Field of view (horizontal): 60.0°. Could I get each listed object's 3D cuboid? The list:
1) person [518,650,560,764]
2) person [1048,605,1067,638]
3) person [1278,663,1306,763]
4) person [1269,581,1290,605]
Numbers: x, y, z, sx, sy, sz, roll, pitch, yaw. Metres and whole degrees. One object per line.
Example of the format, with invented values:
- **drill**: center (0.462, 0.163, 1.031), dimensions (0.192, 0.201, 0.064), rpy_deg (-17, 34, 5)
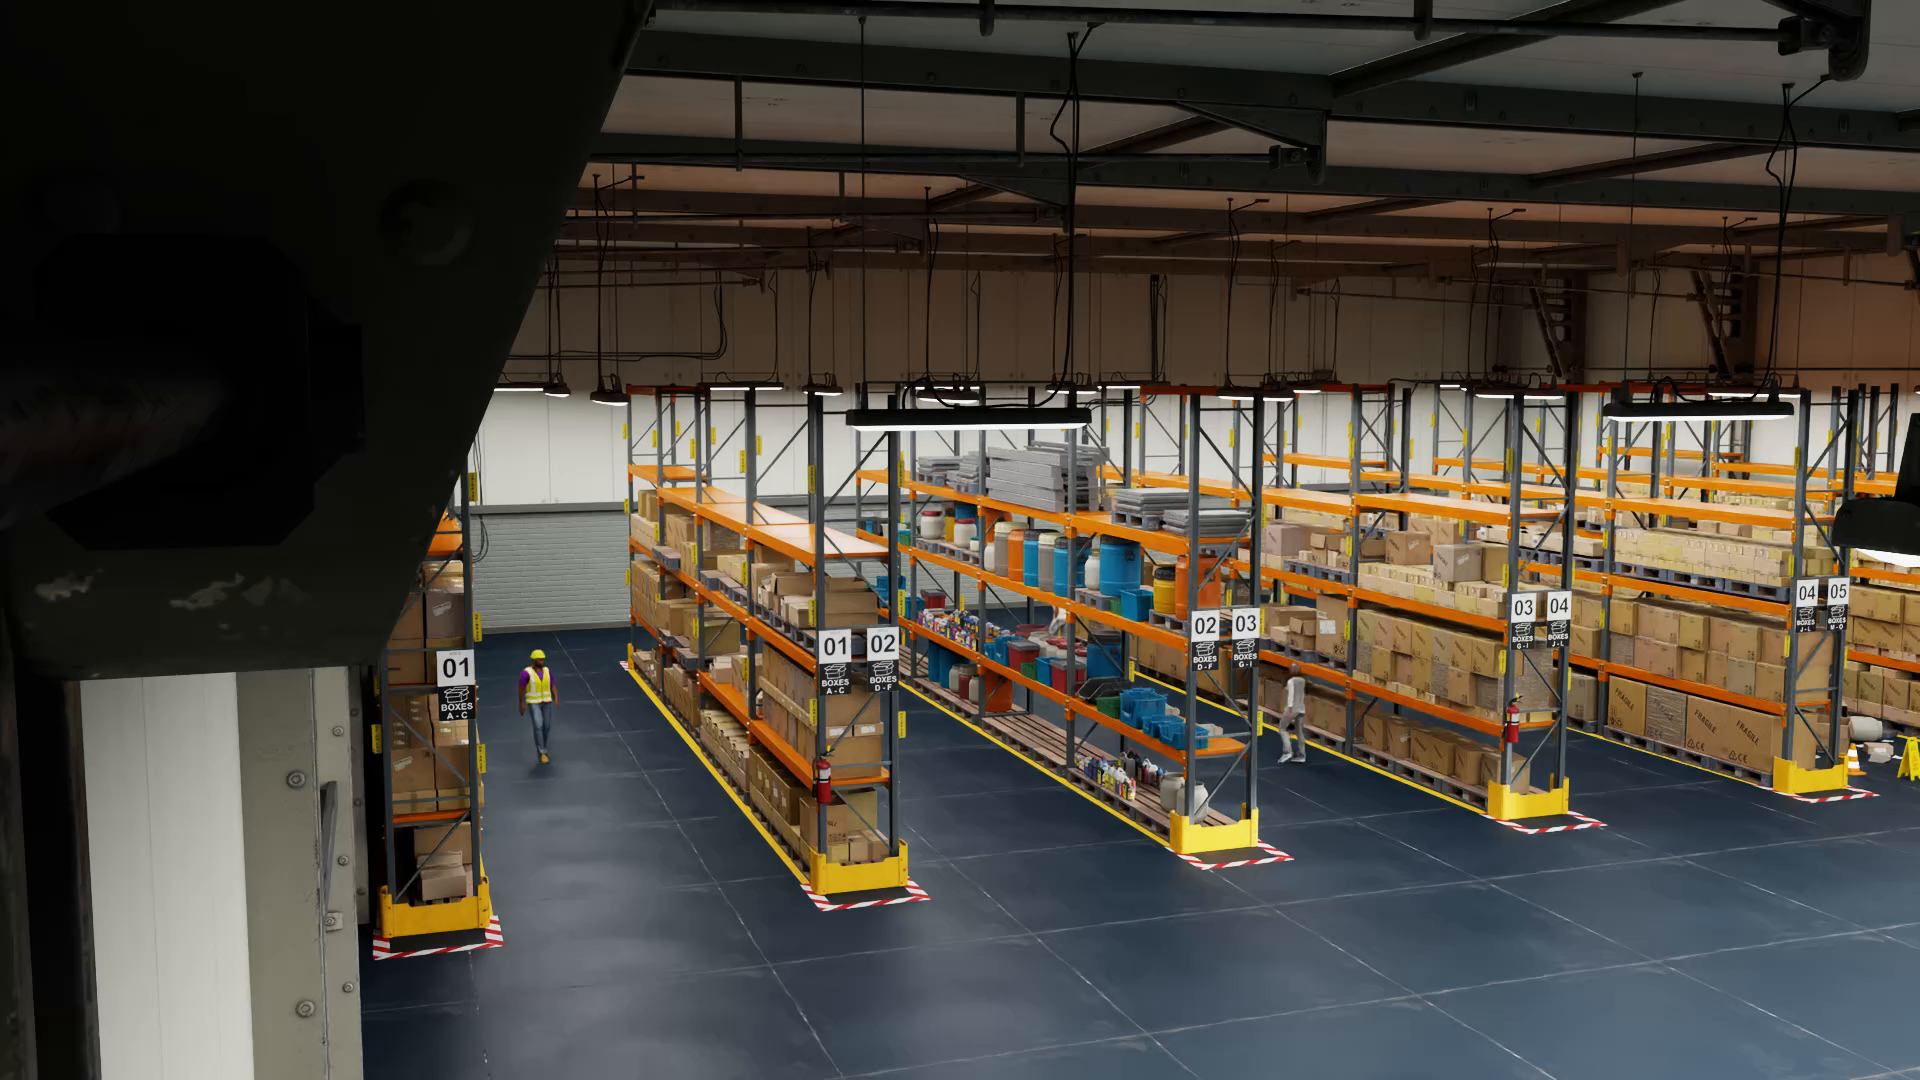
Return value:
- **person**: center (-6.769, 2.688, 27.005), dimensions (0.600, 1.765, 0.782), rpy_deg (-5, 8, -41)
- **person**: center (2.225, 1.721, 36.073), dimensions (0.609, 1.785, 0.463), rpy_deg (-6, 8, -44)
- **person**: center (5.384, 2.786, 26.705), dimensions (0.469, 1.622, 0.469), rpy_deg (-3, 7, -30)
- **person**: center (7.092, 1.708, 36.812), dimensions (0.545, 1.604, 1.060), rpy_deg (-2, 6, -15)
